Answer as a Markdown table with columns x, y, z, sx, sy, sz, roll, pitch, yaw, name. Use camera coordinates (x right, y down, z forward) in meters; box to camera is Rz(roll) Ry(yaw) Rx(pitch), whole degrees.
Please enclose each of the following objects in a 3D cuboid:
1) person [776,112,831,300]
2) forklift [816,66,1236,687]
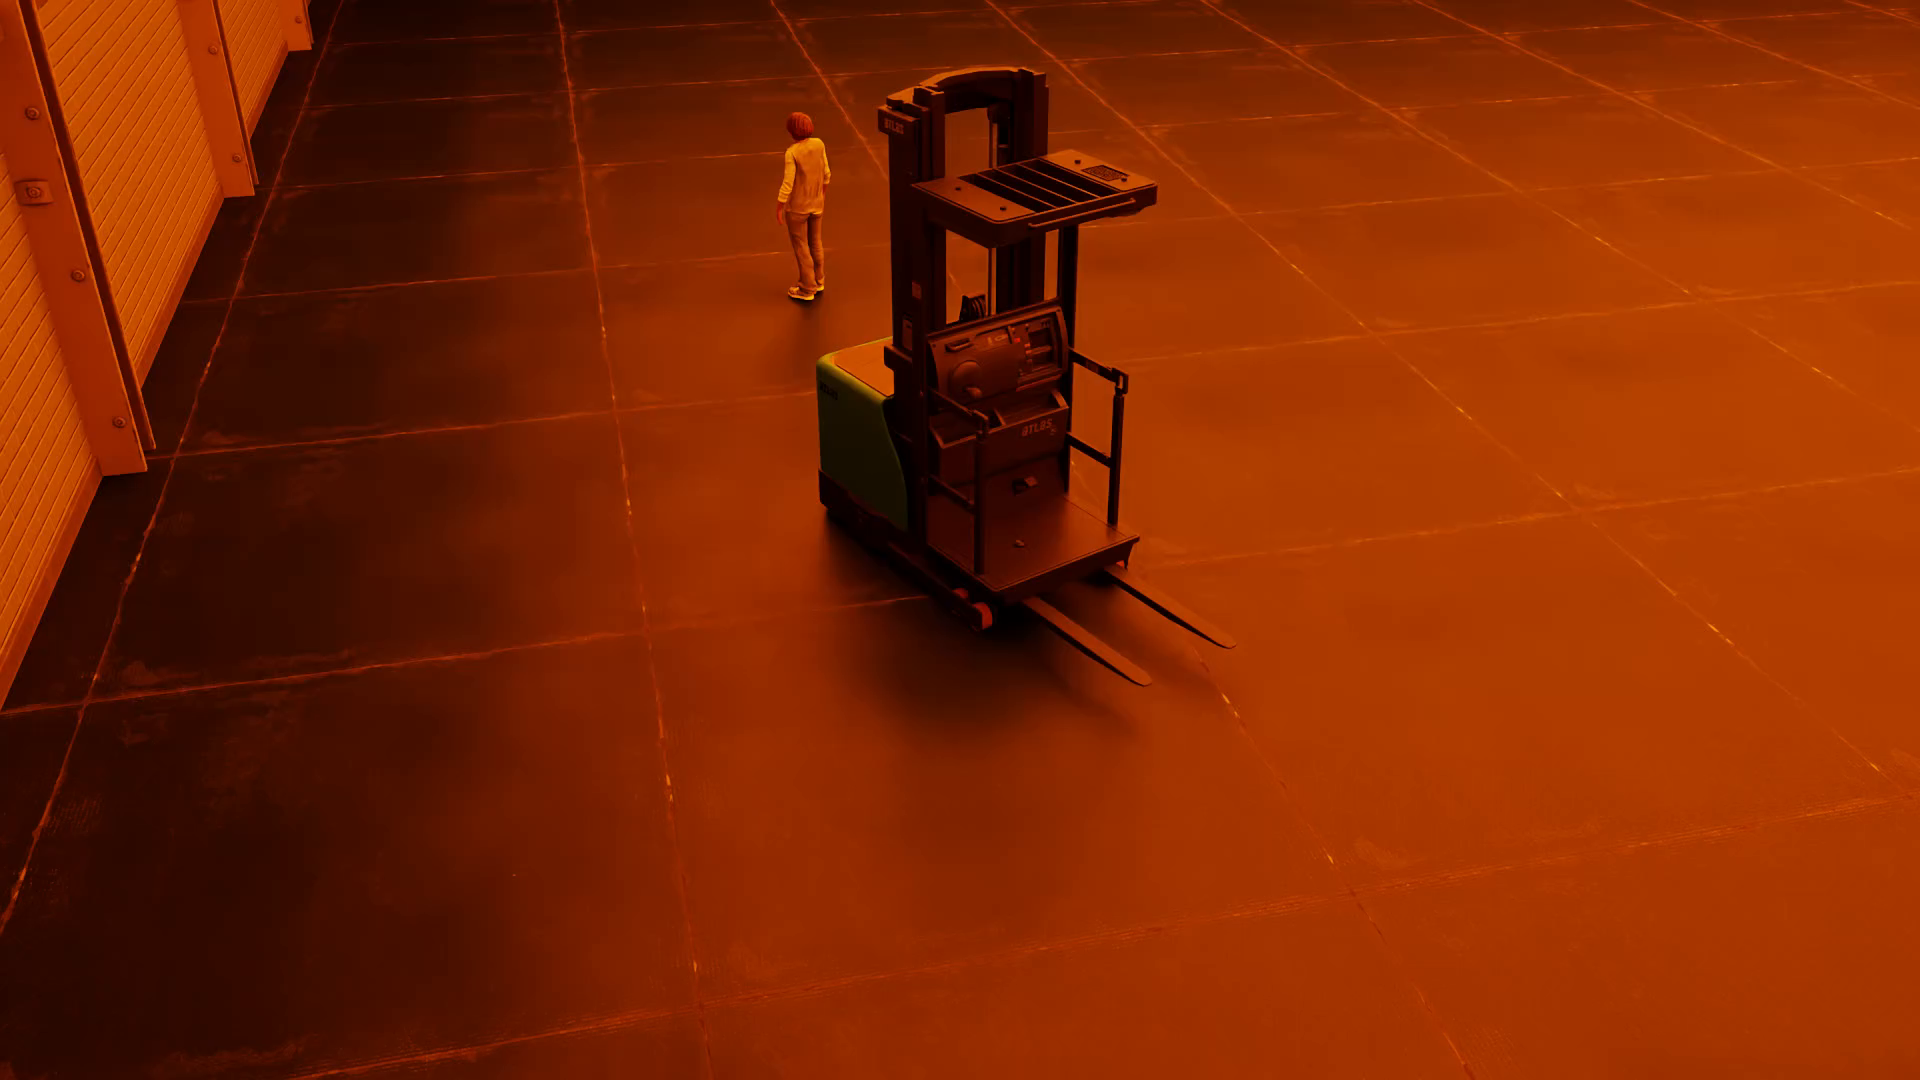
| x | y | z | sx | sy | sz | roll | pitch | yaw | name |
| --- | --- | --- | --- | --- | --- | --- | --- | --- | --- |
| -1.318 | -2.744 | 13.631 | 0.520 | 1.597 | 0.475 | -25 | 38 | -36 | person |
| 0.355 | -1.021 | 9.338 | 1.130 | 2.935 | 3.031 | -20 | 35 | -30 | forklift |
